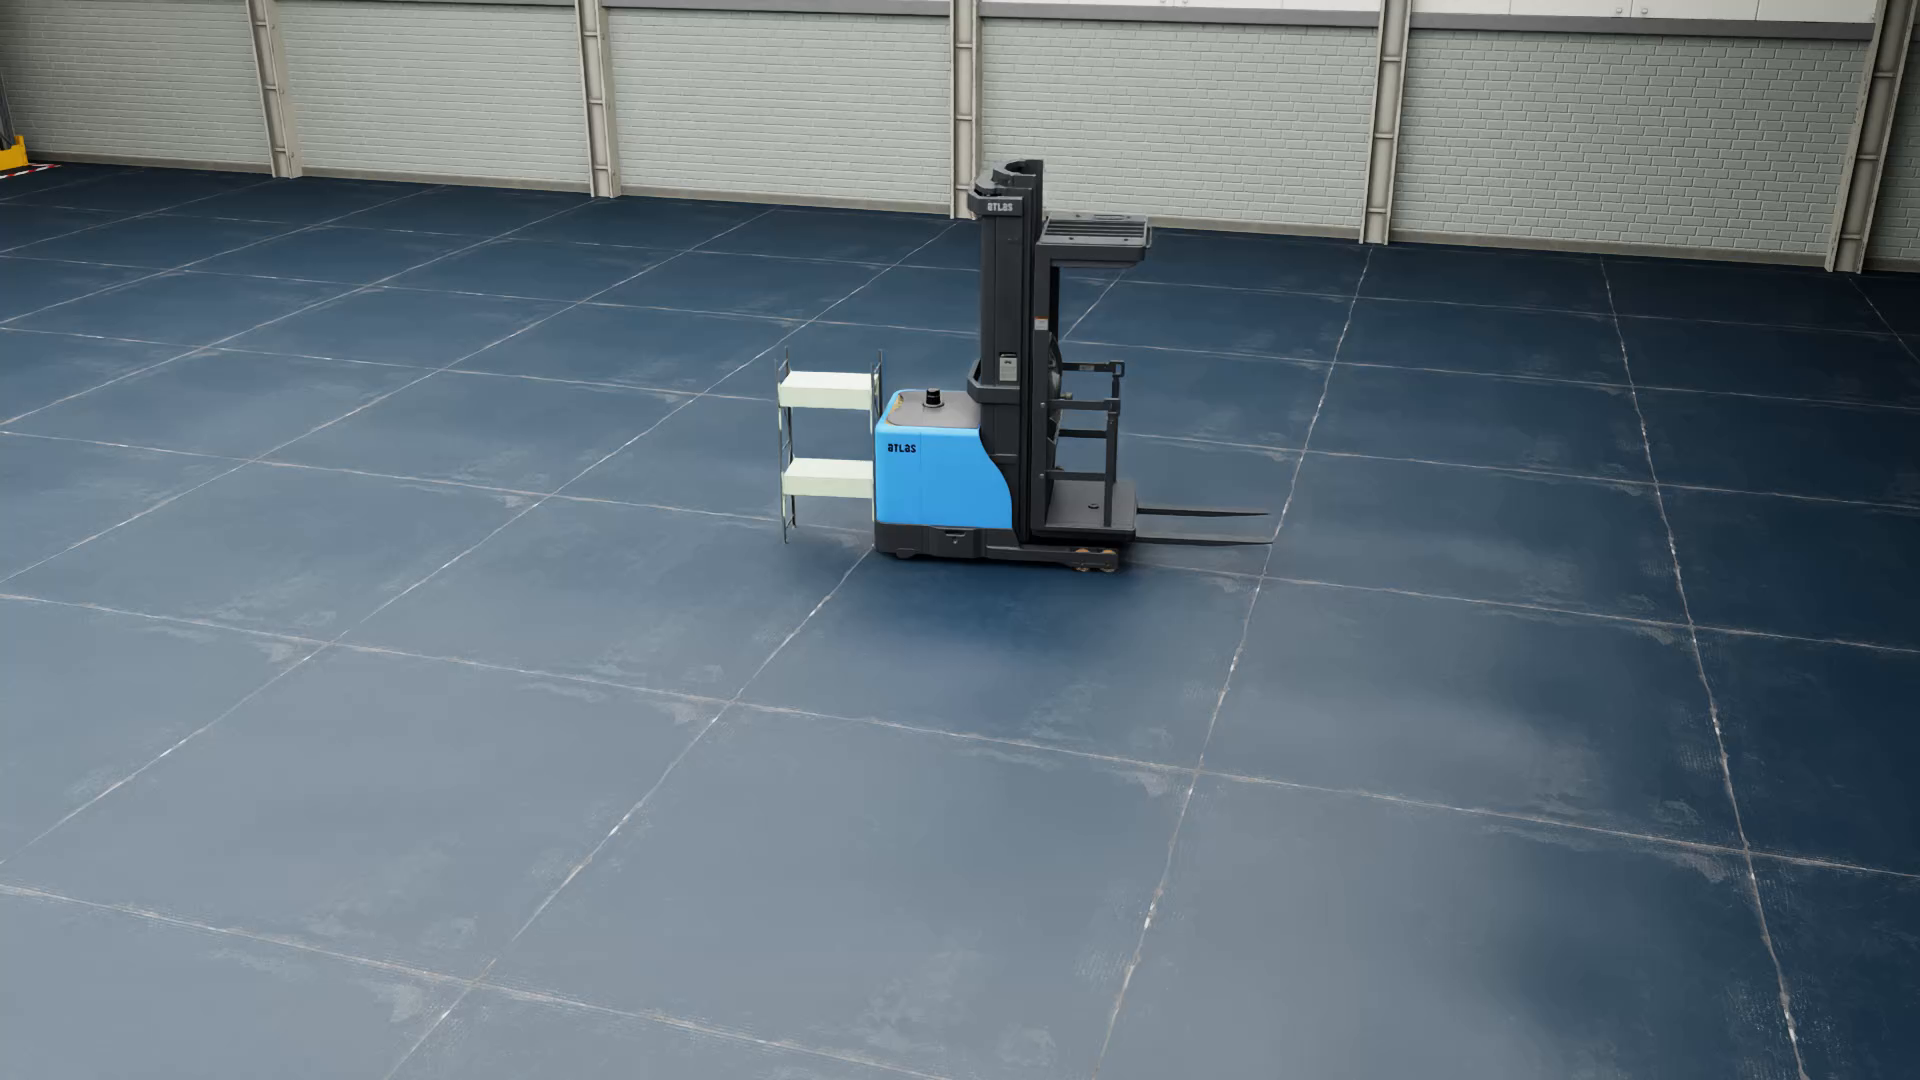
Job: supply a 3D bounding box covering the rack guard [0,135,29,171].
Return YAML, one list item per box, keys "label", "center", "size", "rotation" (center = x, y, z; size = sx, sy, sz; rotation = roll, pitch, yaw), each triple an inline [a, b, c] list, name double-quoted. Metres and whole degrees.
- label: "rack guard"
  center: [-16.717, -6.655, 28.741]
  size: [0.348, 0.500, 1.175]
  rotation: [7, 23, 16]

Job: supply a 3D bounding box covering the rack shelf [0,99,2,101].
- label: "rack shelf"
  center: [-18.655, -7.701, 28.944]
  size: [4.000, 0.370, 1.077]
  rotation: [7, 23, 16]

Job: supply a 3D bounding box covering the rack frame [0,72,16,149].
- label: "rack frame"
  center: [-16.740, -7.814, 28.273]
  size: [0.127, 3.000, 1.000]
  rotation: [7, 23, 16]

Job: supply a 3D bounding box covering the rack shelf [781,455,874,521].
- label: "rack shelf"
  center: [-0.998, -0.413, 13.065]
  size: [0.720, 0.370, 0.431]
  rotation: [3, 22, 6]

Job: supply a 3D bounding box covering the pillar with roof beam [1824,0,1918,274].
- label: "pillar with roof beam"
  center: [10.331, -6.141, 16.288]
  size: [0.400, 9.000, 9.100]
  rotation: [7, 23, 16]

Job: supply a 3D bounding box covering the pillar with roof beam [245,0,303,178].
- label: "pillar with roof beam"
  center: [-12.646, -8.772, 22.702]
  size: [0.400, 9.000, 9.100]
  rotation: [7, 23, 16]

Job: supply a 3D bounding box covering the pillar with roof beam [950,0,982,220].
- label: "pillar with roof beam"
  center: [-1.157, -7.456, 19.495]
  size: [0.400, 9.000, 9.100]
  rotation: [7, 23, 16]

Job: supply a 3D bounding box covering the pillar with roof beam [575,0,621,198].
- label: "pillar with roof beam"
  center: [-6.902, -8.114, 21.098]
  size: [0.400, 9.000, 9.100]
  rotation: [7, 23, 16]

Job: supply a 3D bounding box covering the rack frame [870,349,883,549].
- label: "rack frame"
  center: [-0.635, -0.698, 12.900]
  size: [0.023, 1.500, 0.400]
  rotation: [3, 22, 6]

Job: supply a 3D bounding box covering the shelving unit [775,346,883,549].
- label: "shelving unit"
  center: [-0.998, -0.715, 12.941]
  size: [0.755, 1.500, 0.431]
  rotation: [3, 22, 6]

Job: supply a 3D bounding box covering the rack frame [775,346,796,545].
- label: "rack frame"
  center: [-1.362, -0.732, 12.983]
  size: [0.023, 1.500, 0.400]
  rotation: [3, 22, 6]

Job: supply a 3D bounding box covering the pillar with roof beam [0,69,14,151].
- label: "pillar with roof beam"
  center: [-18.390, -9.429, 24.305]
  size: [0.400, 9.000, 9.100]
  rotation: [7, 23, 16]

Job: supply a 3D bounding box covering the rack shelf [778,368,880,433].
- label: "rack shelf"
  center: [-0.998, -1.076, 12.793]
  size: [0.720, 0.370, 0.431]
  rotation: [3, 22, 6]

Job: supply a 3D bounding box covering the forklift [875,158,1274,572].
- label: "forklift"
  center: [0.902, -1.326, 12.545]
  size: [3.031, 2.935, 1.130]
  rotation: [3, 22, 6]

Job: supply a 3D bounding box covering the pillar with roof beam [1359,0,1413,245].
- label: "pillar with roof beam"
  center: [4.587, -6.799, 17.892]
  size: [0.400, 9.000, 9.100]
  rotation: [7, 23, 16]
